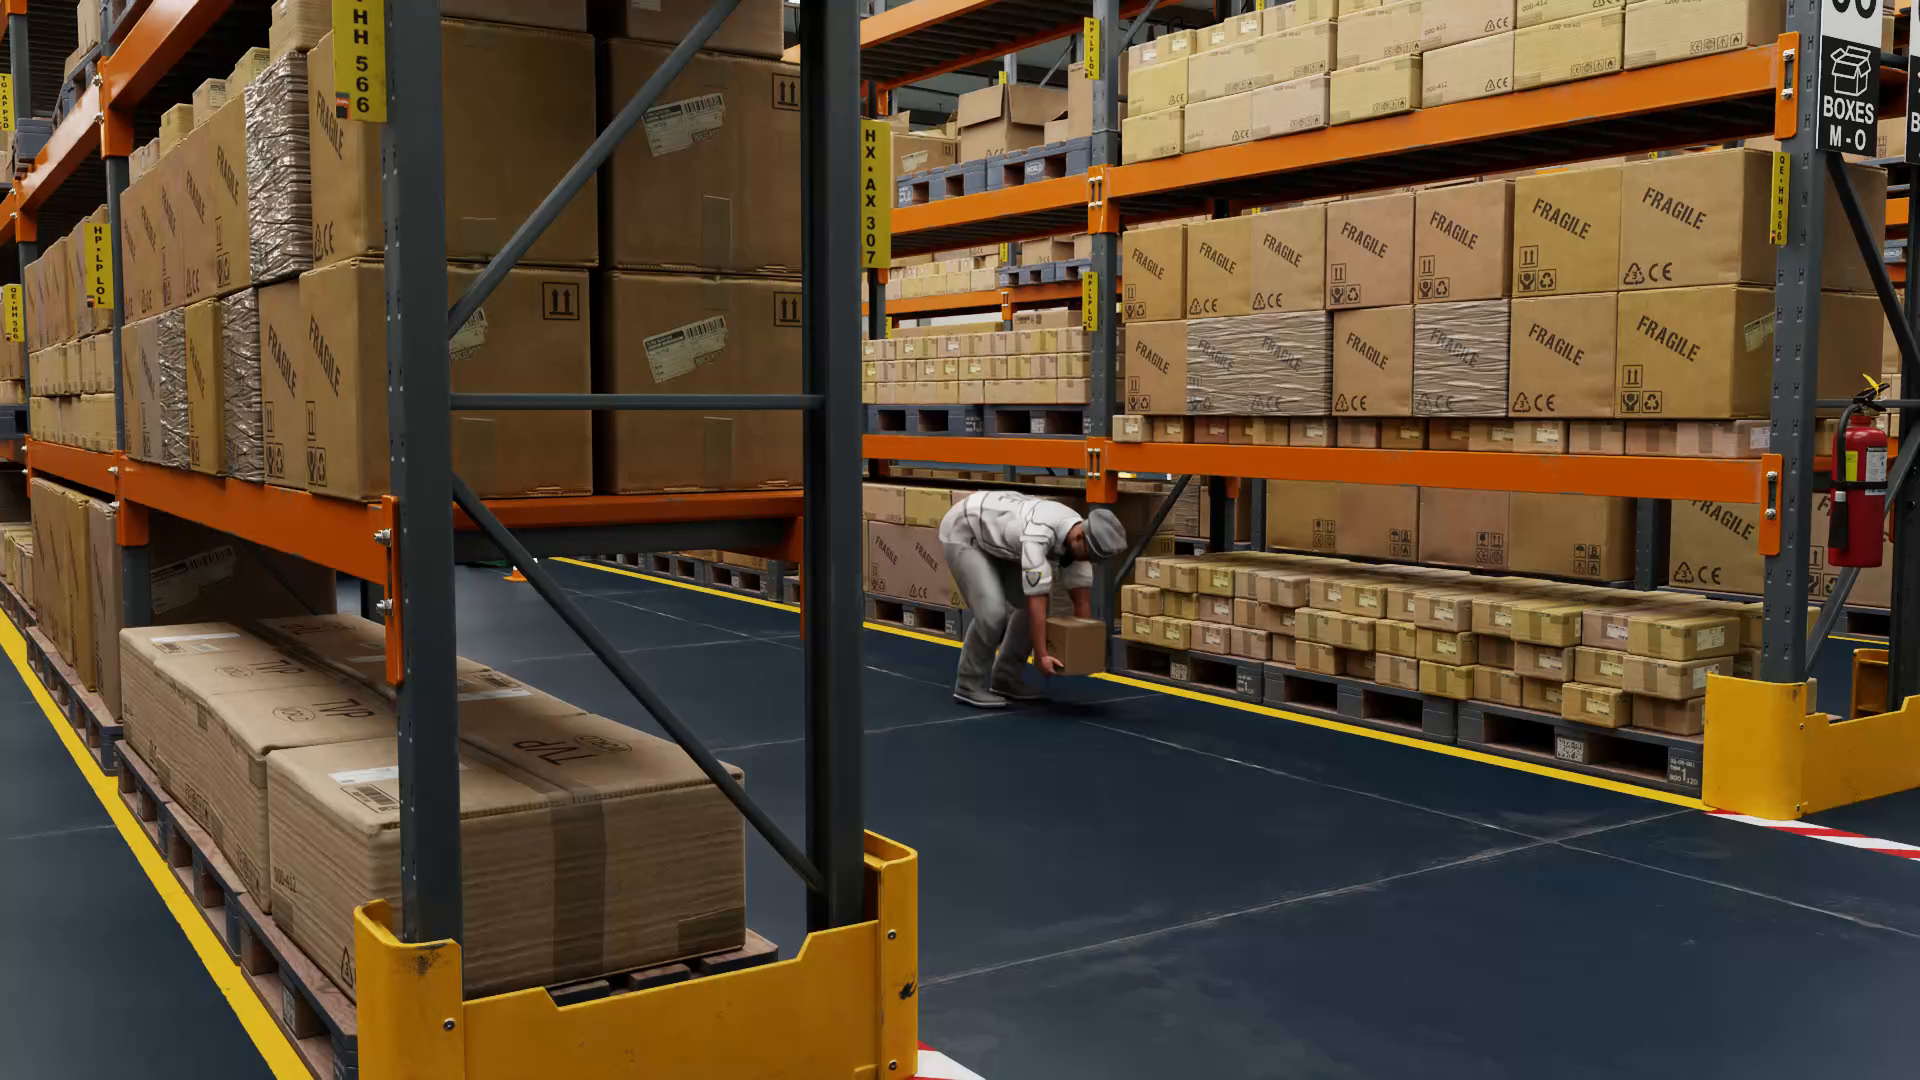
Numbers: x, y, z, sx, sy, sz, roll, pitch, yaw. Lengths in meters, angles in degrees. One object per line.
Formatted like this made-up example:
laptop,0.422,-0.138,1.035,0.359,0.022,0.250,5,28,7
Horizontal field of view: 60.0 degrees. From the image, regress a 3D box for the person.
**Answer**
person,0.366,0.297,8.281,1.044,1.081,0.514,4,6,40
